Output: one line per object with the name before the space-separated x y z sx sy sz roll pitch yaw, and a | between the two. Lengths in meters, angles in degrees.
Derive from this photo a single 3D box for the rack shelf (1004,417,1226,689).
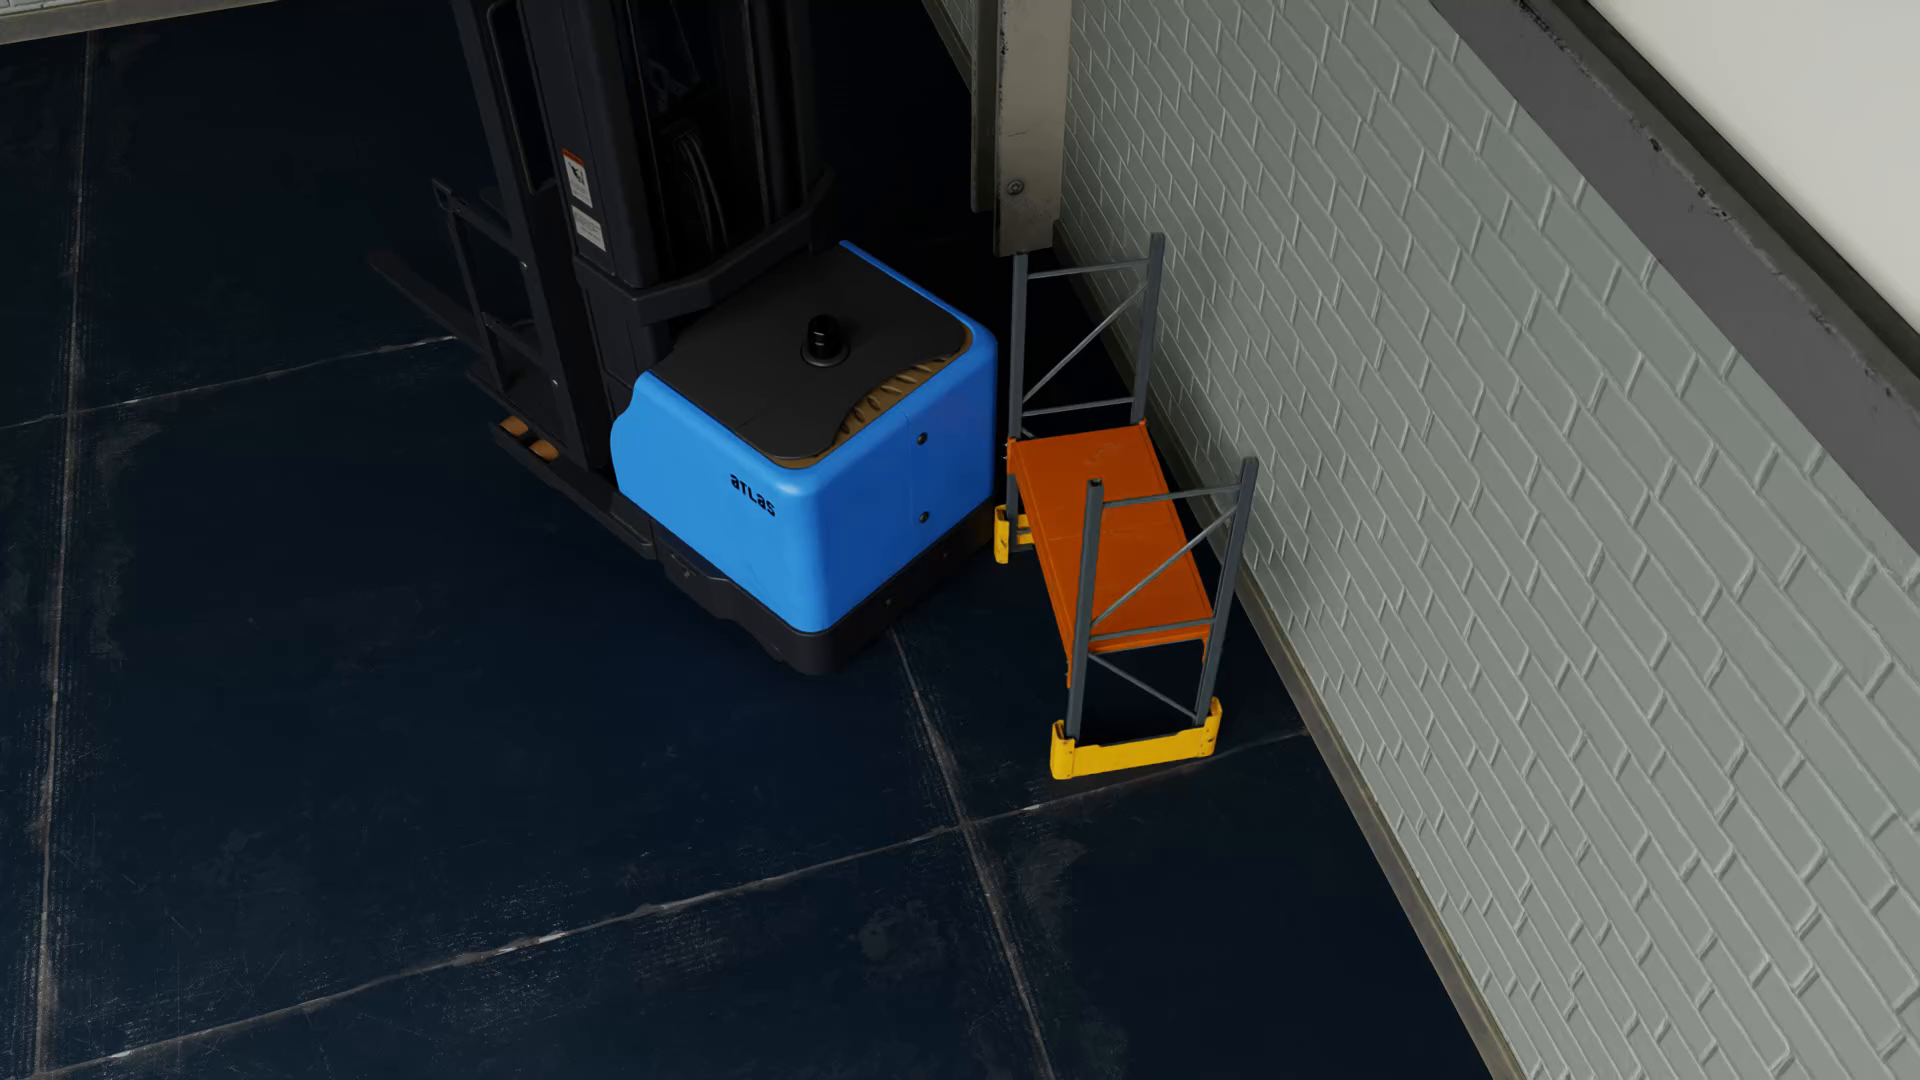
rack shelf | 0.515 0.023 5.775 0.538 0.185 1.000 -8 50 -7

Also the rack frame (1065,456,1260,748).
rack frame | 0.610 0.289 5.315 0.500 1.500 0.032 -8 50 -7

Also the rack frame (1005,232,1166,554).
rack frame | 0.421 -0.475 5.959 0.500 1.500 0.032 -8 50 -7

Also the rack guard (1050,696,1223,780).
rack guard | 0.610 0.690 5.794 0.587 0.250 0.087 -8 50 -7

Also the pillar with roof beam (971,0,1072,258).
pillar with roof beam | -3.858 -3.402 3.522 9.100 9.000 0.400 -13 51 -11

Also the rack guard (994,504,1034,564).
rack guard | 0.424 -0.058 6.425 0.587 0.250 0.087 -8 50 -7

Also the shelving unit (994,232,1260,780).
shelving unit | 0.517 -0.086 5.632 0.587 1.500 1.083 -8 50 -7

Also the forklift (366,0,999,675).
forklift | -1.275 -1.453 5.848 3.031 2.935 1.130 35 58 26
